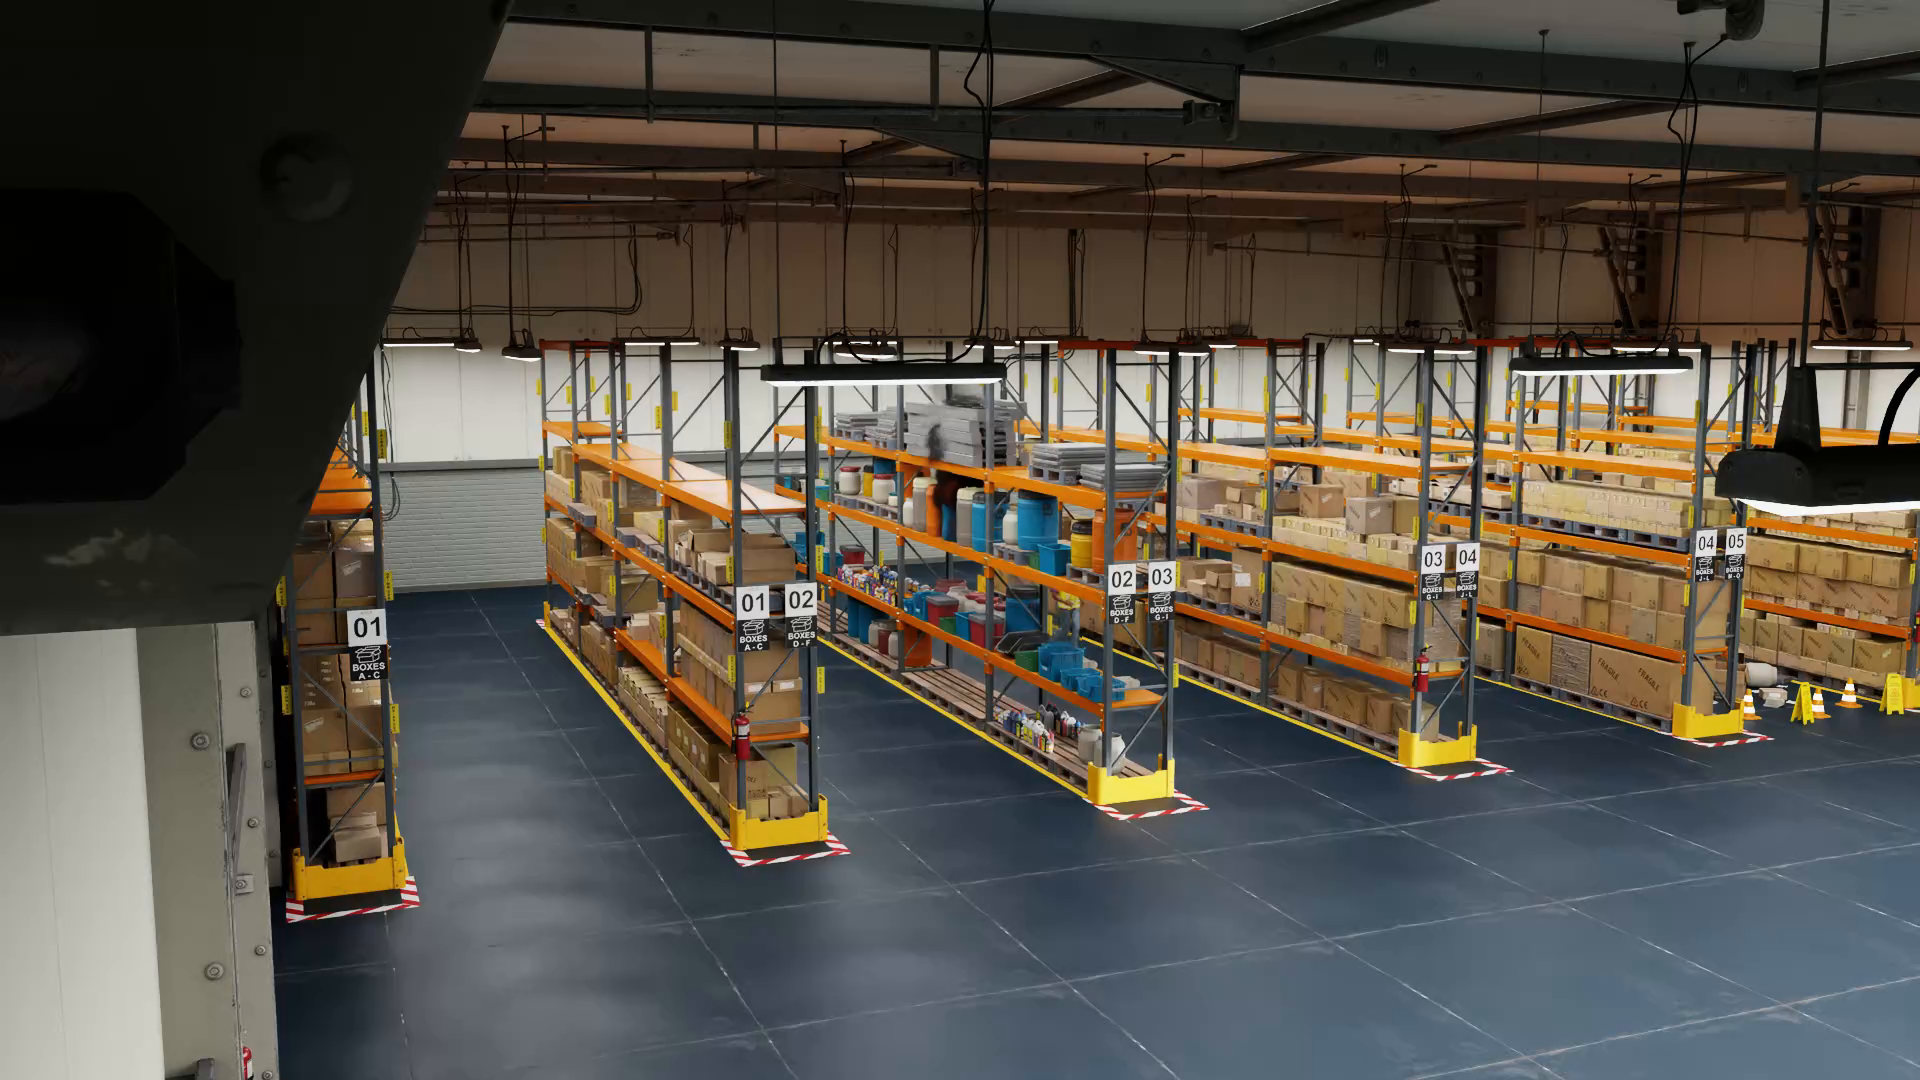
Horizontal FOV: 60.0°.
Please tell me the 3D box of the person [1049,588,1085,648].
[{"bbox_3d":[1.974,1.256,30.471,0.703,1.769,0.824,-5,9,-35],"label":"person"}]
